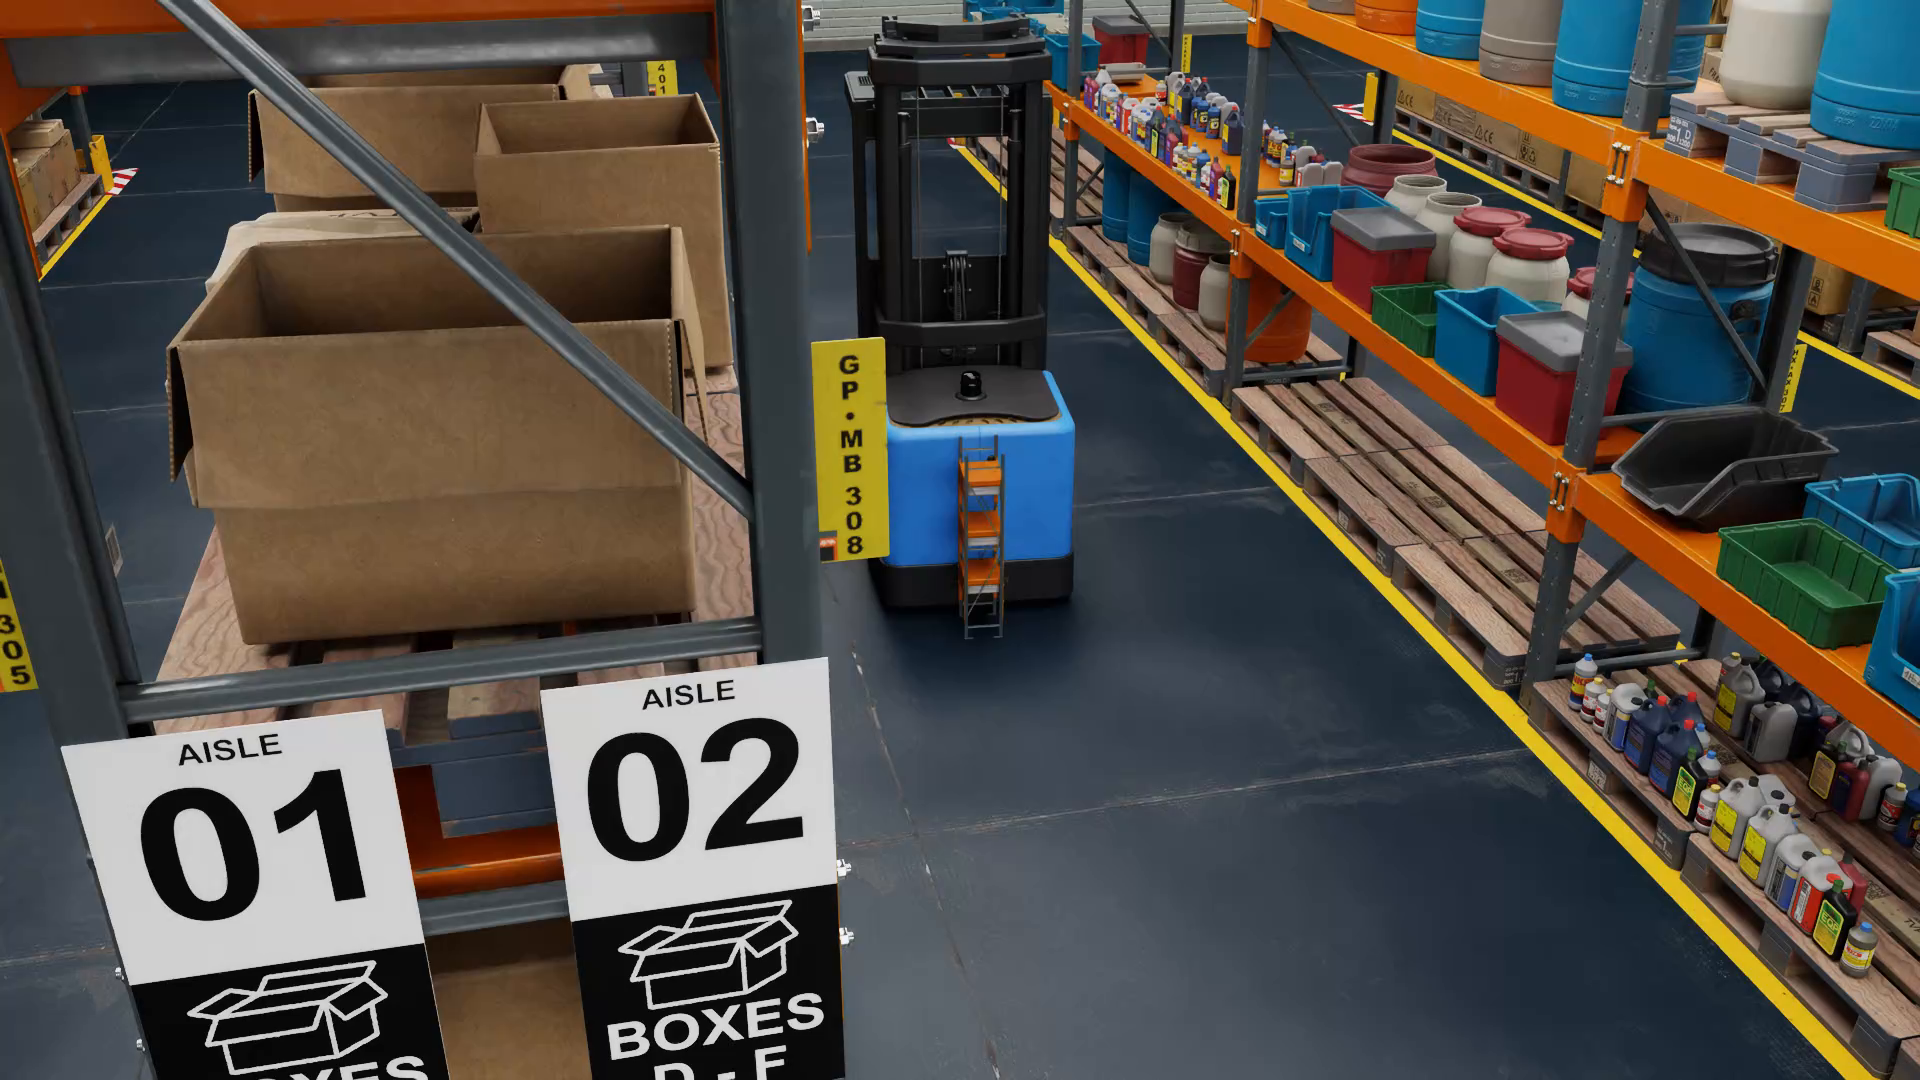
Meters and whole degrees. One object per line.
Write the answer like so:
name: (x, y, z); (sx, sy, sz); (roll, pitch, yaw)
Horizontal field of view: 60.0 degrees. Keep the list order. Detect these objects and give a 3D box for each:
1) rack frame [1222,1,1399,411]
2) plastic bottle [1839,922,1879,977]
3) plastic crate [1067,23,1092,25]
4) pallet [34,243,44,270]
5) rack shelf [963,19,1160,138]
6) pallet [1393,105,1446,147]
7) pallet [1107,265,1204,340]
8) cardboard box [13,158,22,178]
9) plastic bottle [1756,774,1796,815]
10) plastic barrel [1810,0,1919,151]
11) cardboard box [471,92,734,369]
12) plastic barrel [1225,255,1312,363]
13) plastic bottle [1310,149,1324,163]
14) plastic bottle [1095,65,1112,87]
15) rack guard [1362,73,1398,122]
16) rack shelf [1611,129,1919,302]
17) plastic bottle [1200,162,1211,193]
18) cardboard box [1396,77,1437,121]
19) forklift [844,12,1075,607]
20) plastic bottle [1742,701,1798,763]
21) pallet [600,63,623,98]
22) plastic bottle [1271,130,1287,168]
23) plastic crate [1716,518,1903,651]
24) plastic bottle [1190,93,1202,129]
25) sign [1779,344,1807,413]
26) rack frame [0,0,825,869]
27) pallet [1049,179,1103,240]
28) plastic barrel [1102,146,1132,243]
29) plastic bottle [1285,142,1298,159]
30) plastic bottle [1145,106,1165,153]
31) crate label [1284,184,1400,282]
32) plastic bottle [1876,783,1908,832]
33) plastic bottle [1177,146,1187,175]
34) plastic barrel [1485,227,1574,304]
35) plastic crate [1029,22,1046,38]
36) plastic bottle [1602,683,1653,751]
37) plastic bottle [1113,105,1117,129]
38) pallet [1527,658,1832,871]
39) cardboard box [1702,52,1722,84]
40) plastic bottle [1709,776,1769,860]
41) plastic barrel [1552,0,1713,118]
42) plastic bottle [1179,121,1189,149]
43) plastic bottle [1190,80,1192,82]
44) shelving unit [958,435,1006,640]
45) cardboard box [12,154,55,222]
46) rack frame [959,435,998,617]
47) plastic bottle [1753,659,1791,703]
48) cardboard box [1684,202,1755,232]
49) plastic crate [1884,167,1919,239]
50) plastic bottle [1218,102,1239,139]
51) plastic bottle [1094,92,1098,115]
rack frame: (2.333, -2.314, 11.005); (1.000, 3.000, 0.127); (-6, 27, -12)
plastic bottle: (3.295, 1.489, 6.088); (0.097, 0.201, 0.097); (0, 27, 0)
plastic crate: (1.243, -4.902, 16.253); (0.416, 0.233, 0.300); (-6, 27, -12)
pallet: (-8.316, -2.161, 13.796); (1.003, 0.211, 1.213); (-6, 27, -12)
rack shelf: (0.981, -4.627, 16.386); (1.077, 0.370, 4.000); (-6, 27, -12)
pallet: (5.612, -4.741, 18.908); (1.003, 0.211, 1.213); (-6, 27, -12)
pallet: (1.843, -1.945, 13.370); (1.003, 0.211, 1.213); (-6, 27, -12)
cardboard box: (-8.306, -3.162, 14.273); (0.380, 0.149, 0.250); (-7, 28, -13)
plastic bottle: (3.289, 1.102, 6.773); (0.152, 0.276, 0.135); (-6, 27, -12)
plastic barrel: (3.355, -1.860, 5.755); (0.600, 0.901, 0.708); (-6, 27, -12)
cardboard box: (-0.799, -0.691, 3.729); (0.500, 0.500, 0.500); (-6, 27, -12)
plastic barrel: (2.206, -1.745, 11.822); (0.600, 0.830, 0.708); (-6, 27, -12)
plastic bottle: (2.521, -2.633, 11.768); (0.061, 0.283, 0.133); (-6, 27, -12)
plastic bottle: (1.204, -3.843, 14.089); (0.144, 0.351, 0.185); (-6, 27, -12)
rack guard: (5.350, -5.223, 19.544); (1.175, 0.500, 0.348); (-6, 27, -12)
rack shelf: (3.685, -0.698, 5.273); (1.077, 0.370, 4.000); (-6, 27, -12)
plastic bottle: (1.744, -2.556, 11.705); (0.097, 0.201, 0.097); (0, 27, 0)
cardboard box: (5.578, -5.295, 18.803); (0.875, 0.875, 0.875); (-6, 27, -12)
forklift: (-0.073, -1.587, 9.642); (1.130, 2.935, 3.031); (-3, 27, -6)
plastic bottle: (3.565, 0.826, 7.320); (0.152, 0.276, 0.135); (-6, 27, -12)
pallet: (-1.999, -2.288, 7.834); (1.003, 0.211, 1.213); (-5, 27, -9)
plastic bottle: (2.365, -2.896, 12.301); (0.097, 0.271, 0.097); (0, 27, 0)
plastic crate: (3.265, 0.161, 6.336); (0.450, 0.188, 0.662); (-6, 27, -12)
plastic bottle: (1.914, -3.469, 13.438); (0.097, 0.271, 0.097); (0, 27, 0)
sign: (3.773, -0.732, 7.565); (0.100, 0.325, 0.005); (-6, 27, -12)
rack frame: (-0.691, -0.979, 1.702); (1.000, 3.000, 0.127); (-6, 27, -12)
pallet: (1.228, -3.144, 15.744); (1.003, 0.211, 1.213); (-6, 27, -12)
plastic barrel: (1.538, -3.080, 14.386); (0.600, 0.901, 0.708); (-6, 27, -12)
plastic bottle: (2.388, -2.730, 11.972); (0.097, 0.271, 0.097); (0, 27, 0)
plastic bottle: (1.502, -3.142, 12.700); (0.144, 0.351, 0.185); (-6, 27, -12)
crate label: (2.293, -1.866, 10.079); (0.502, 0.435, 0.616); (-6, 27, -12)
plastic bottle: (3.863, 1.095, 6.868); (0.097, 0.201, 0.097); (0, 27, 0)
plastic bottle: (1.634, -2.770, 12.129); (0.097, 0.201, 0.097); (0, 27, 0)
plastic barrel: (3.067, -1.383, 9.010); (0.433, 0.535, 0.433); (0, 27, 0)
plastic crate: (0.629, -4.926, 16.300); (0.416, 0.233, 0.300); (-6, 27, -12)
plastic bottle: (2.979, 0.785, 7.400); (0.152, 0.276, 0.135); (-5, 27, -10)
plastic bottle: (1.291, -3.439, 13.456); (0.097, 0.201, 0.097); (0, 27, 0)
pallet: (3.345, 0.986, 7.562); (1.003, 0.211, 1.213); (-6, 27, -12)
cardboard box: (6.465, -3.723, 13.687); (0.500, 0.500, 0.500); (-5, 27, -11)
plastic bottle: (3.150, 1.094, 6.704); (0.144, 0.351, 0.185); (-6, 27, -12)
plastic barrel: (2.908, -2.322, 7.136); (0.600, 0.901, 0.708); (-6, 27, -12)
plastic bottle: (1.668, -2.993, 12.481); (0.061, 0.283, 0.133); (-6, 27, -12)
plastic bottle: (1.918, -3.714, 13.917); (0.152, 0.276, 0.135); (-6, 27, -12)
shelving unit: (0.109, -0.008, 8.601); (0.215, 1.050, 0.252); (-3, 27, -6)
cardboard box: (-8.640, -3.154, 14.977); (0.700, 0.500, 0.500); (-7, 28, -13)
rack frame: (0.094, -0.063, 8.709); (0.200, 1.050, 0.008); (-3, 27, -6)
plastic bottle: (3.660, 0.682, 7.522); (0.144, 0.351, 0.185); (-7, 28, -13)
cardboard box: (6.830, -2.753, 13.767); (1.225, 0.875, 0.875); (-6, 27, -11)
plastic crate: (3.325, -1.082, 5.471); (0.336, 0.188, 0.450); (-6, 27, -12)
plastic bottle: (2.114, -3.331, 13.159); (0.152, 0.276, 0.135); (-6, 27, -12)
plastic bottle: (1.172, -3.669, 13.911); (0.097, 0.201, 0.097); (0, 27, 0)
